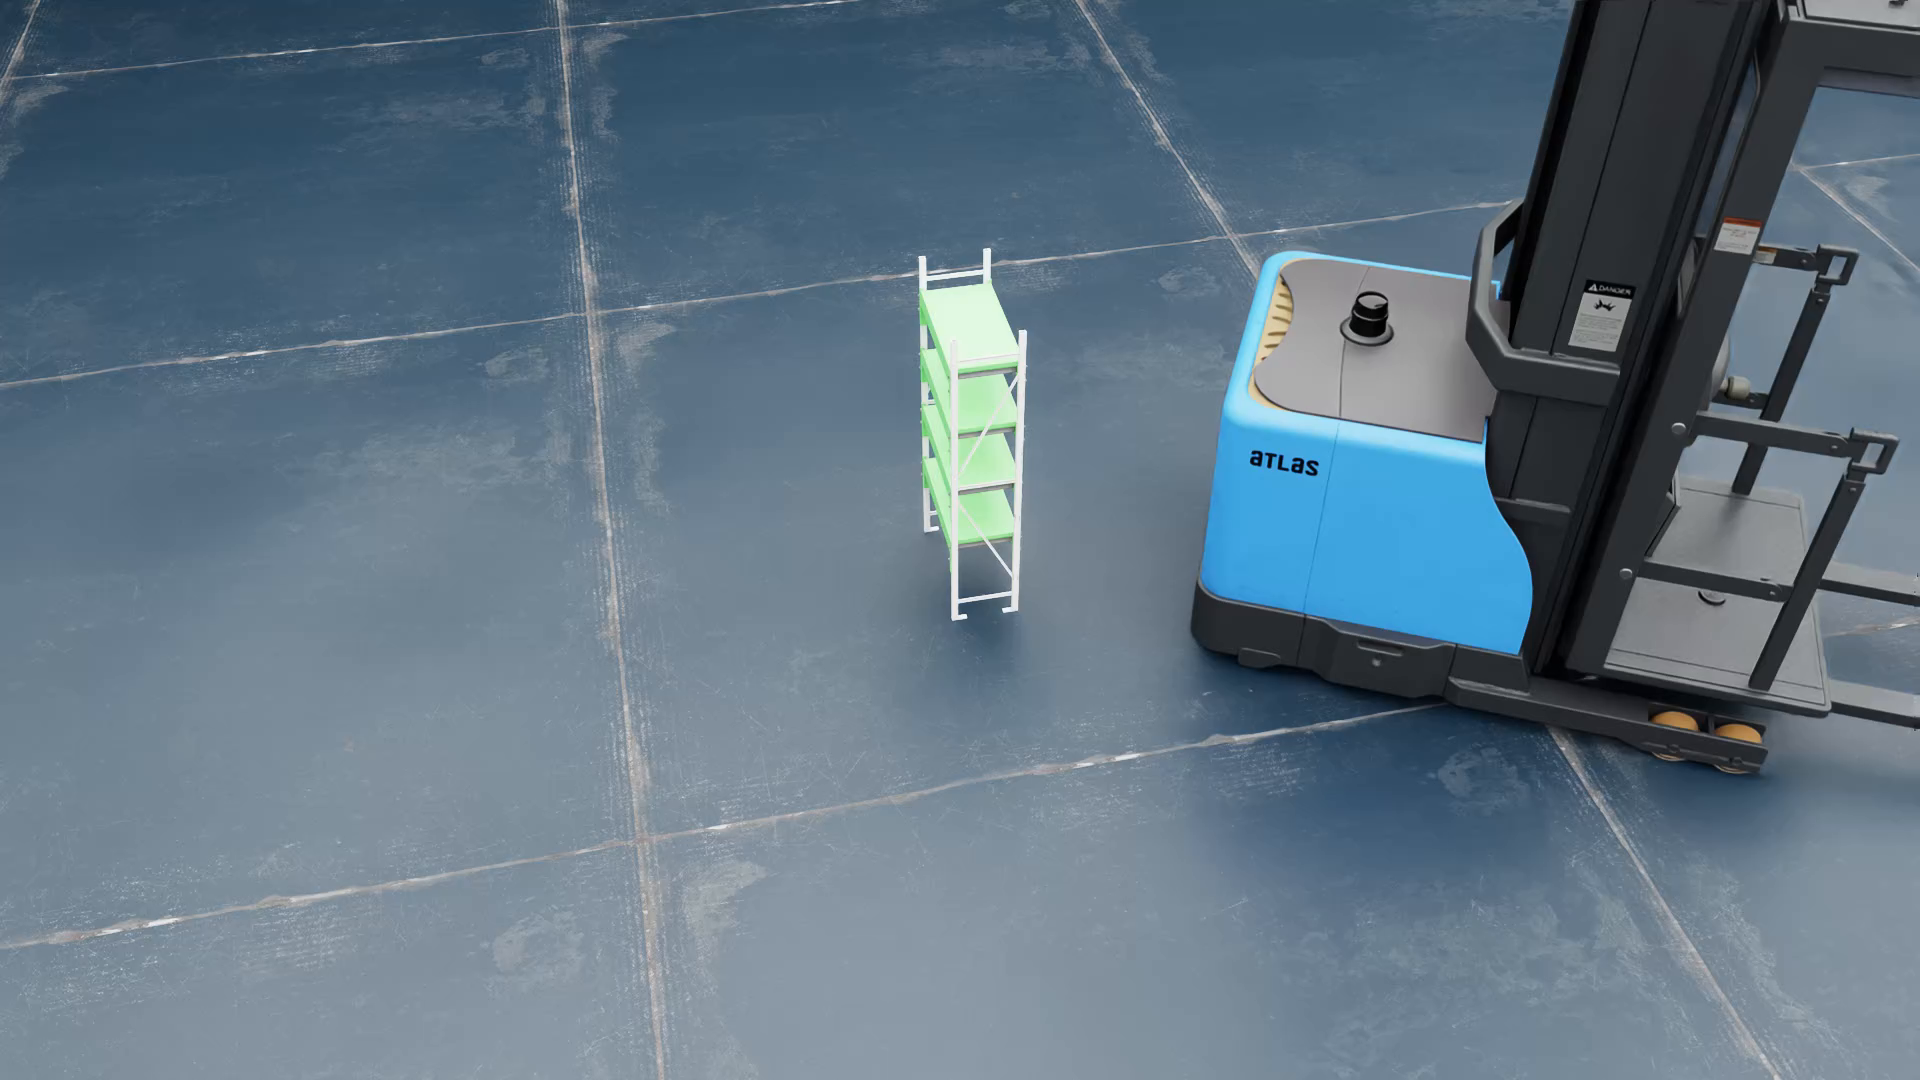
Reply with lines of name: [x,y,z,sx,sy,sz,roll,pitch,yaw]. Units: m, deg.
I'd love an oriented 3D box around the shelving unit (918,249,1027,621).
shelving unit: [0.036,-0.341,5.731,0.258,1.200,0.503,-8,42,-9]

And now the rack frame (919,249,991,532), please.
rack frame: [-0.017,-0.500,5.909,0.240,1.200,0.015,-8,42,-9]

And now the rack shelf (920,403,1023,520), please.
rack shelf: [0.036,-0.294,5.773,0.258,0.148,0.480,-8,42,-9]

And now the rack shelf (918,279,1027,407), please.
rack shelf: [0.036,-0.653,5.455,0.258,0.148,0.480,-8,42,-9]

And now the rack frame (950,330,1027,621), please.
rack frame: [0.088,-0.183,5.553,0.240,1.200,0.015,-8,42,-9]

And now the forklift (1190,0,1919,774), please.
forklift: [2.378,-0.734,4.869,3.031,2.935,1.130,11,43,12]

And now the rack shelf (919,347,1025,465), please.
rack shelf: [0.036,-0.473,5.614,0.258,0.148,0.480,-8,42,-9]

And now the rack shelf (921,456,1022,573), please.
rack shelf: [0.036,-0.114,5.933,0.258,0.148,0.480,-8,42,-9]
